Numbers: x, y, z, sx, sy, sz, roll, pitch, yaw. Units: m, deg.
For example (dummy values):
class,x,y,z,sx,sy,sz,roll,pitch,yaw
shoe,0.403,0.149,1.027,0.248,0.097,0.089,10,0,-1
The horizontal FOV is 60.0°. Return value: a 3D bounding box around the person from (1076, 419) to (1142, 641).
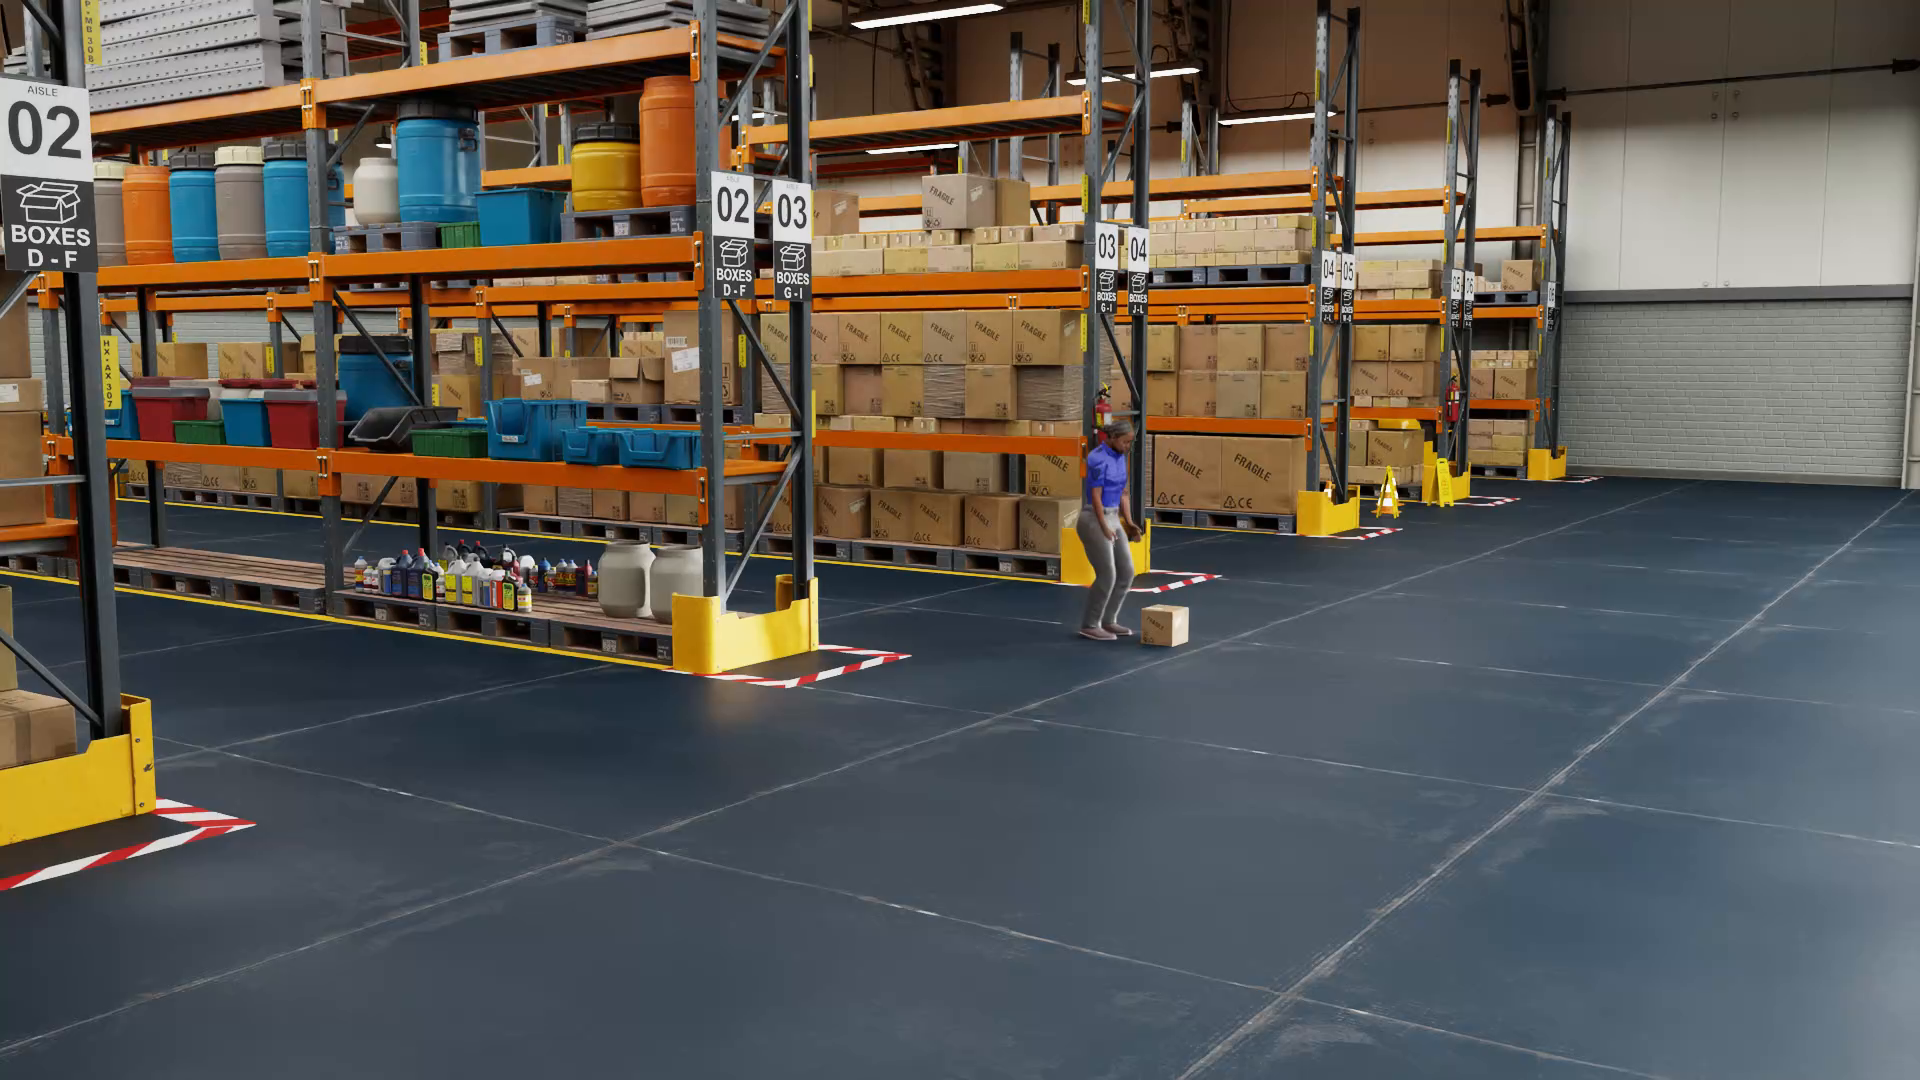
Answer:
class,x,y,z,sx,sy,sz,roll,pitch,yaw
person,1.080,-0.085,12.107,0.392,1.600,0.461,5,8,35
